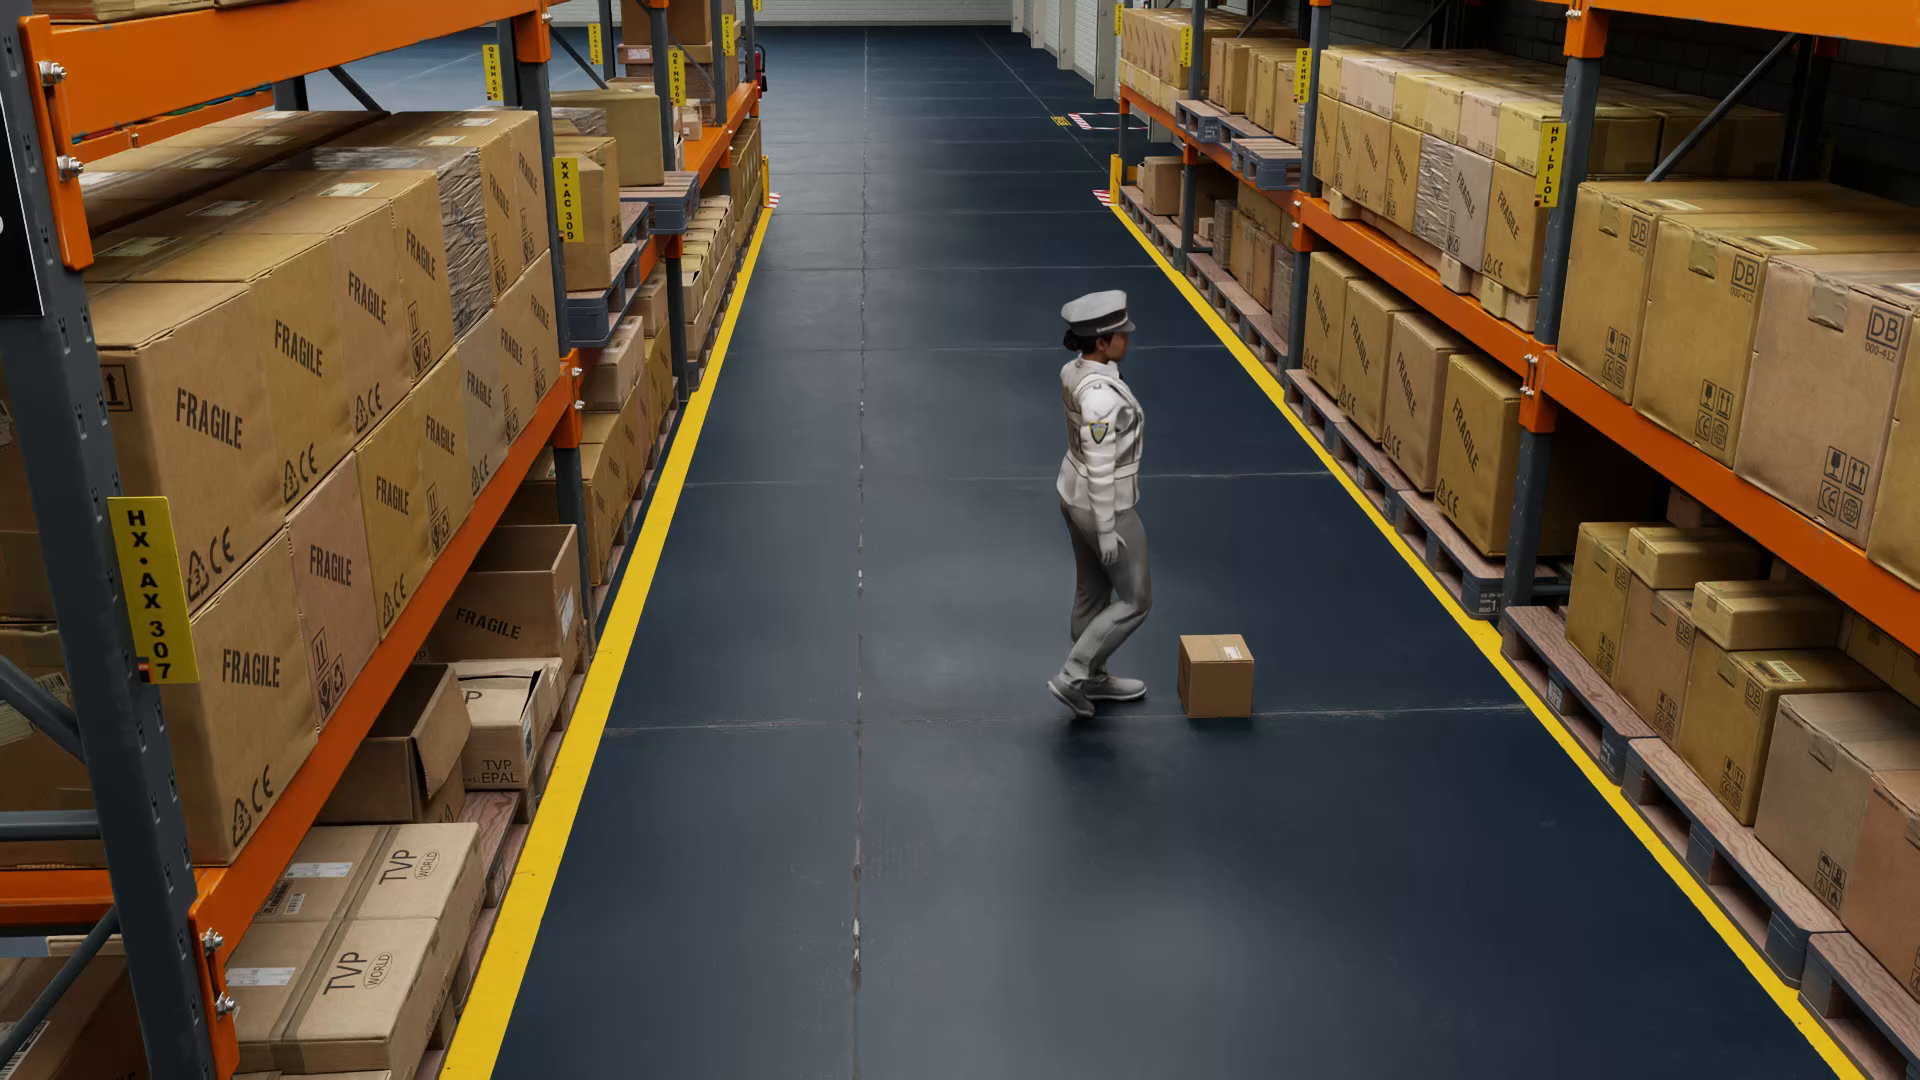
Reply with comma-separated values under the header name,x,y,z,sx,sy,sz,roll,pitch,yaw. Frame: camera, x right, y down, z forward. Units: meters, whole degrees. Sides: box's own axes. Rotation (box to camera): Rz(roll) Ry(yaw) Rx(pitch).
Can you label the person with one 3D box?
name,x,y,z,sx,sy,sz,roll,pitch,yaw
person,0.530,-0.127,6.369,0.470,1.682,0.503,-4,21,-11
